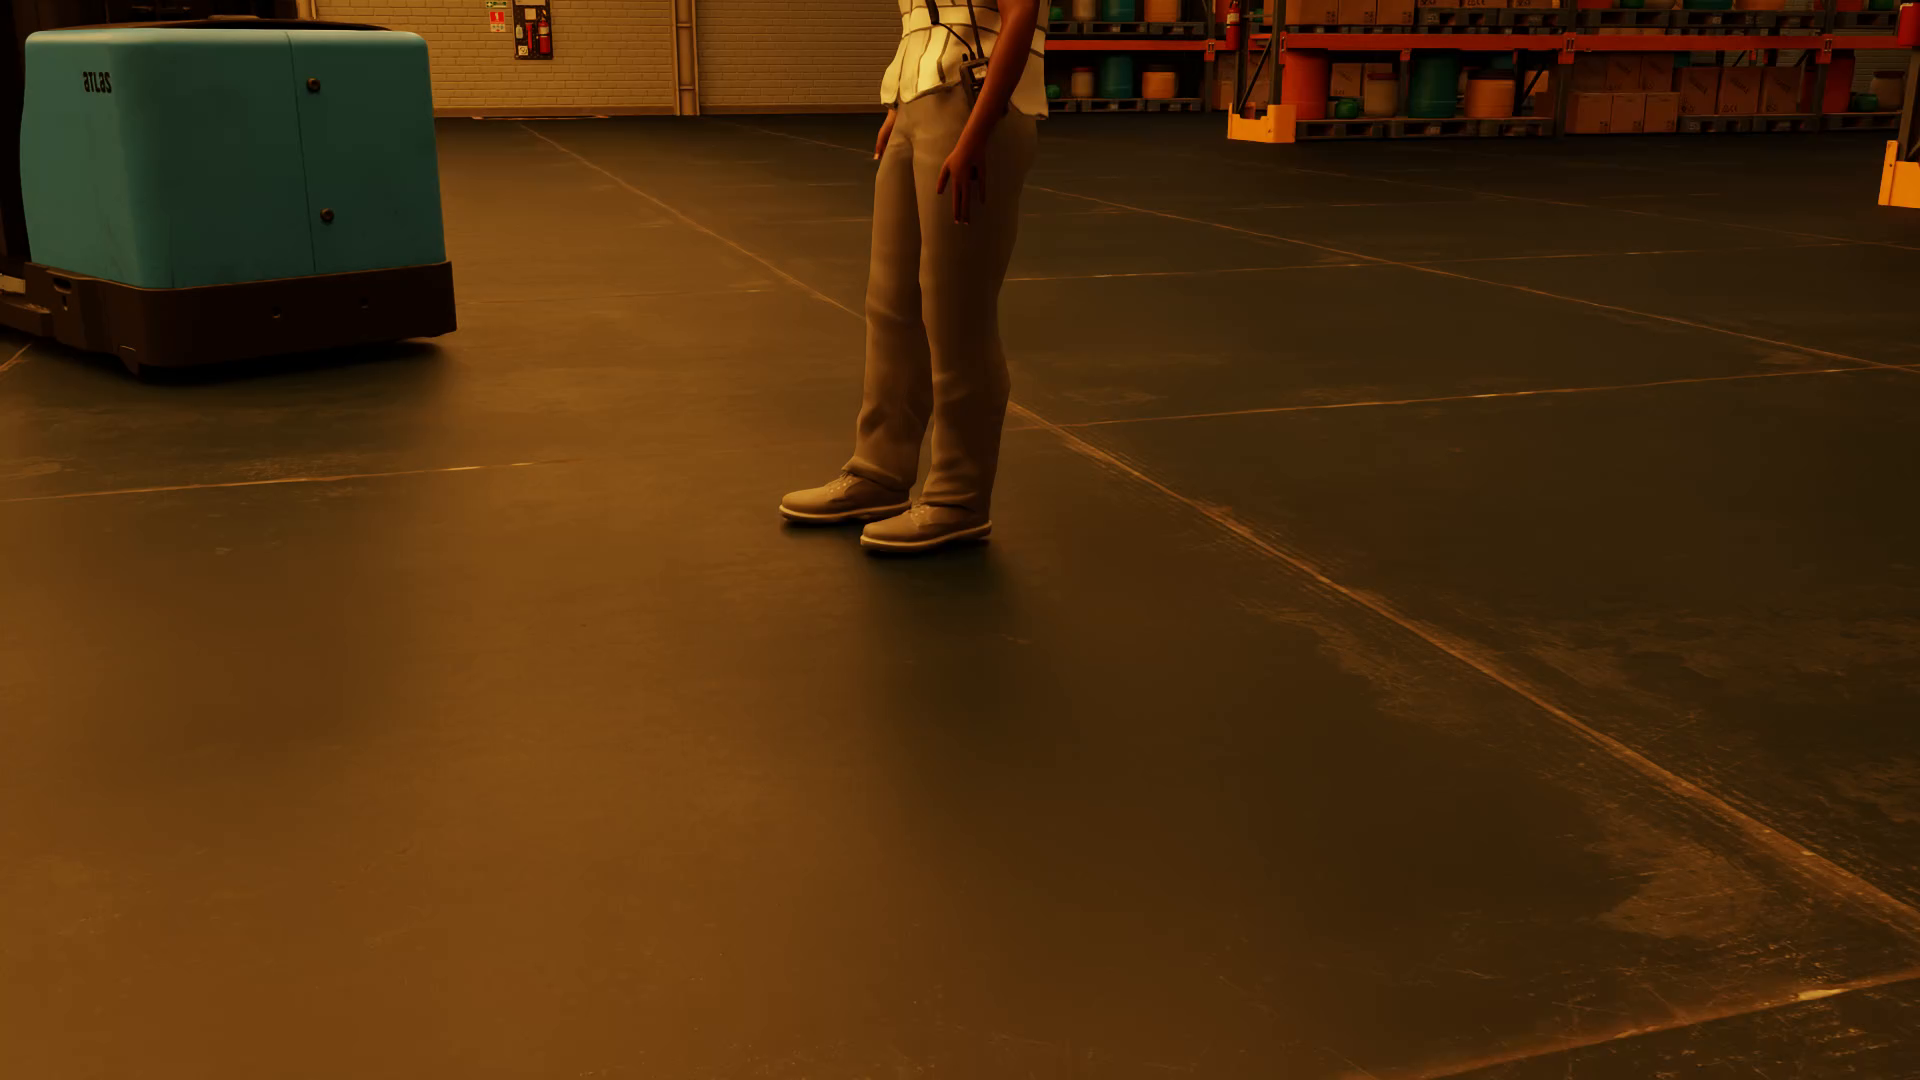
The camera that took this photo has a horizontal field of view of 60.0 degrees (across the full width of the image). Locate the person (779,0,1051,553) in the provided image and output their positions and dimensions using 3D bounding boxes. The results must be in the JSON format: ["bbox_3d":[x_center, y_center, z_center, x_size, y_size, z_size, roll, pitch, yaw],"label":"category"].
[{"bbox_3d":[-0.078,-0.819,3.322,0.528,1.695,0.569,-5,17,-17],"label":"person"}]

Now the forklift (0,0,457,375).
[{"bbox_3d":[-3.177,-2.258,6.068,3.031,2.935,1.130,15,22,42],"label":"forklift"}]
